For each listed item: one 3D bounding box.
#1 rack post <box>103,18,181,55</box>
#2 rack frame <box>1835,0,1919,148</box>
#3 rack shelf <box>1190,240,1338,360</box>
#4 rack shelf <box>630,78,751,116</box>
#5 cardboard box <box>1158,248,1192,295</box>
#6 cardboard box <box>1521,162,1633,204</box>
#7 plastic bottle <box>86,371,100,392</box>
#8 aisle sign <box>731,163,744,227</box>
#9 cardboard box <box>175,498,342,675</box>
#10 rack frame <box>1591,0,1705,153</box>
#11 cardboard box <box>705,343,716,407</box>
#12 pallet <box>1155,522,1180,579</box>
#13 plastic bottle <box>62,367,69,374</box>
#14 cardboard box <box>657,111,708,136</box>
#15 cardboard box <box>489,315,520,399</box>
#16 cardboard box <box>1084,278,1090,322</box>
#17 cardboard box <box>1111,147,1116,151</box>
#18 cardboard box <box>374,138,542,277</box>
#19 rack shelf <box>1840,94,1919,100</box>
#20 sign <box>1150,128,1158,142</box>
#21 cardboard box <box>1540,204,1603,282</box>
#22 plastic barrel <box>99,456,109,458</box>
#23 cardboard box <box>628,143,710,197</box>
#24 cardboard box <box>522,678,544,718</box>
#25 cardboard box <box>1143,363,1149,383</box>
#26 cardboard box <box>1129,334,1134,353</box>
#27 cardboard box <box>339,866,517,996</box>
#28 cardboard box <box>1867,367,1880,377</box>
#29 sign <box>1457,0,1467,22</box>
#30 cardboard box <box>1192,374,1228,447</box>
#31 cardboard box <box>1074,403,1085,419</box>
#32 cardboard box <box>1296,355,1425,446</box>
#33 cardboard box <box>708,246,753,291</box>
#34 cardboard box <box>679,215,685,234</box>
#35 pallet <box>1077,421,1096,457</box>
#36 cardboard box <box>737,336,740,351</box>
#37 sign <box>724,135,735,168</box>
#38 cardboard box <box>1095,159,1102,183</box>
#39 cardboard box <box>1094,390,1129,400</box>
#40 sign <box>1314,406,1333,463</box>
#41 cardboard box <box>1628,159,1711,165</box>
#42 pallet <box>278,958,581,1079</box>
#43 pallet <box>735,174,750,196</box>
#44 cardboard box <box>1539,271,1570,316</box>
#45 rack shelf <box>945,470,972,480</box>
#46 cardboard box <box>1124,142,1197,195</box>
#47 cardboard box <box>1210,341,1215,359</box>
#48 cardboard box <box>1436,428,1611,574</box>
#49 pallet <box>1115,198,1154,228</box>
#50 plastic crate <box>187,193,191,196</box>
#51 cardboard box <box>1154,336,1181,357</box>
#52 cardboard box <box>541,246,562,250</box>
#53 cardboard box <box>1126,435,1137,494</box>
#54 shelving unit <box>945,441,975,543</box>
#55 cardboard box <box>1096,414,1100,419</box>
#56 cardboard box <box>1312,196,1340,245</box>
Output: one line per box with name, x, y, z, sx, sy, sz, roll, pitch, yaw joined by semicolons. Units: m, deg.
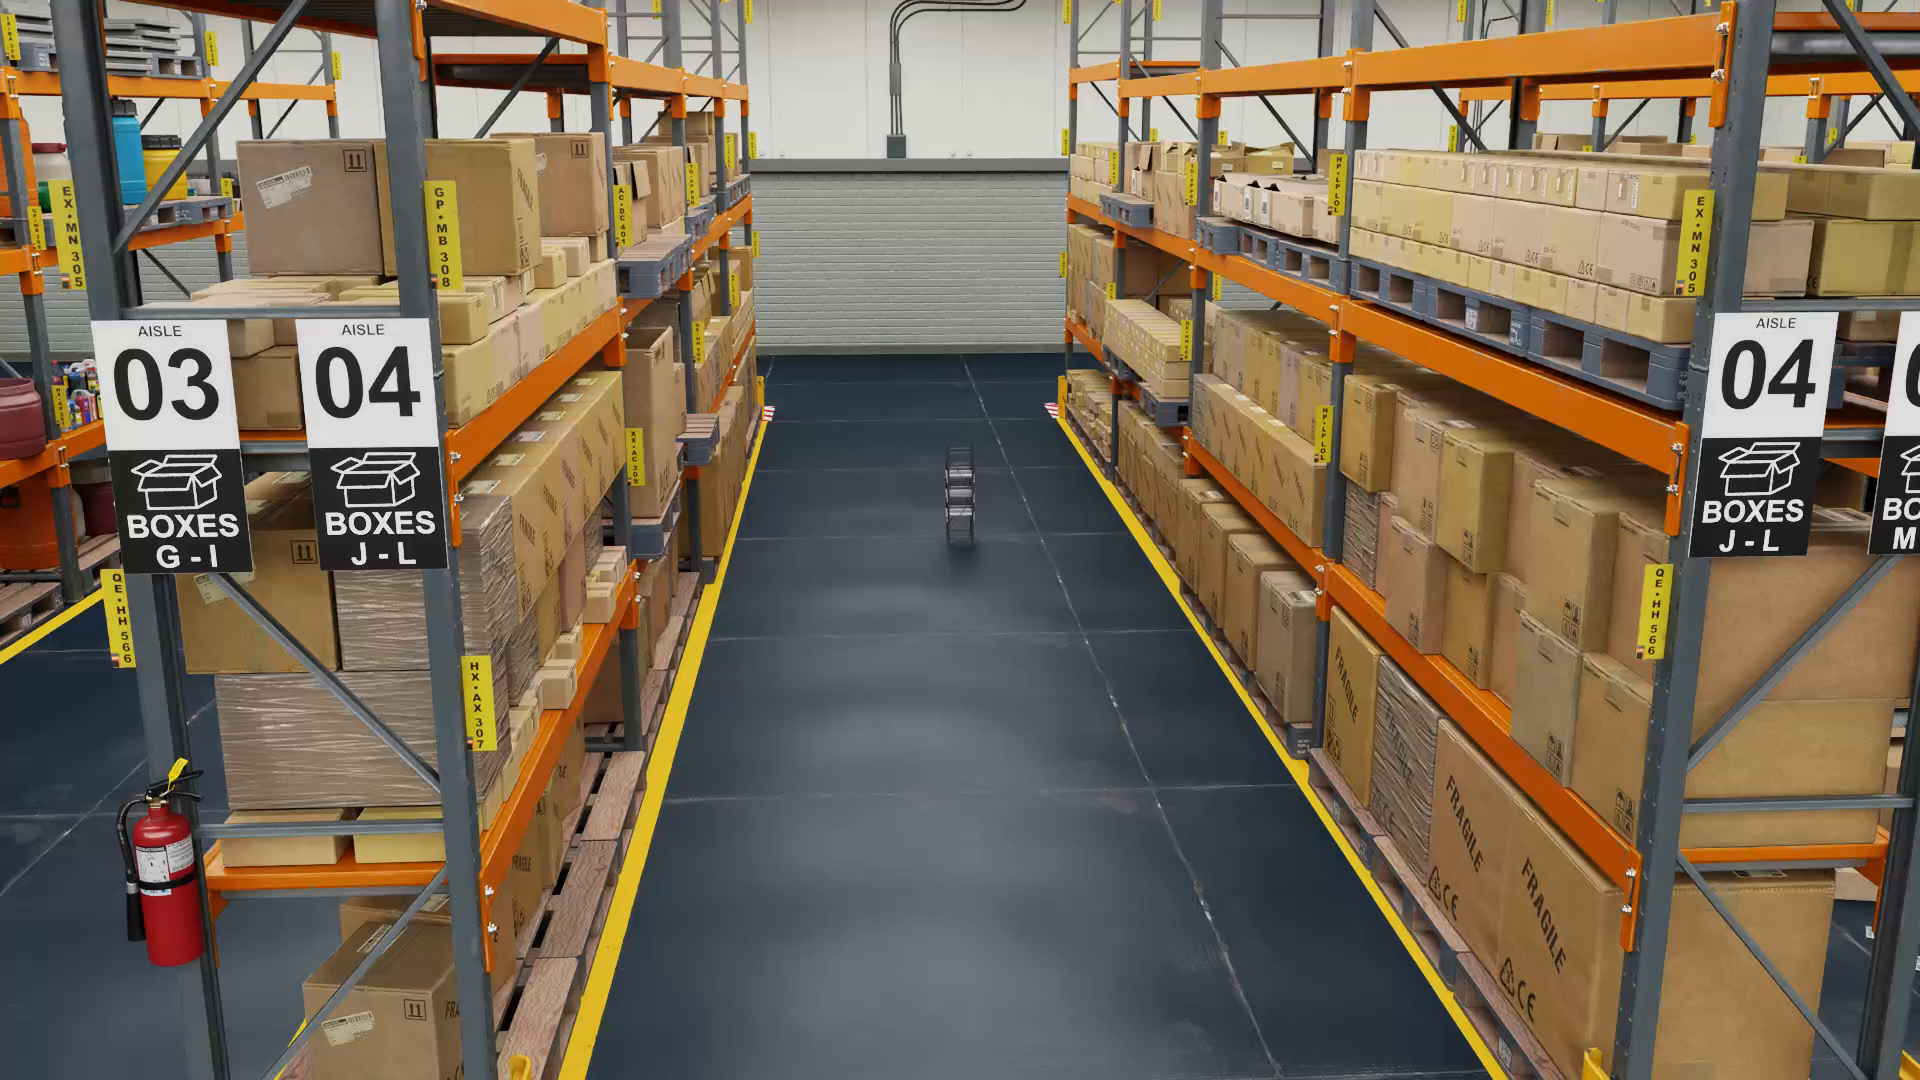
rack post;-7.778;-4.606;15.244;0.937;0.300;0.954;-1;14;-4
rack frame;11.741;-6.154;21.110;1.000;3.000;0.127;-1;14;-3
rack shelf;2.473;-1.687;11.211;1.077;0.370;4.000;-1;14;-3
rack shelf;-2.980;-4.884;18.420;1.077;0.370;4.000;-1;14;-3
cardboard box;2.316;-2.868;17.572;0.500;0.500;0.500;-1;14;-2
cardboard box;2.423;-1.391;6.475;0.380;0.149;0.250;-1;14;-3
plastic bottle;-7.956;-1.449;15.259;0.097;0.201;0.097;0;14;0
aisle sign;-2.809;-4.300;20.725;0.394;0.787;0.004;-1;14;-3
cardboard box;-2.393;0.151;5.839;0.500;0.500;0.500;-1;14;-3
rack frame;7.035;-5.082;16.942;1.000;3.000;0.127;-1;14;-3
cardboard box;-2.436;-1.458;14.696;0.500;0.500;0.500;-1;14;-4
pallet;2.302;0.076;14.532;1.003;0.211;1.213;-1;14;-3
plastic bottle;-8.093;-1.422;15.017;0.097;0.271;0.097;0;14;0
cardboard box;-2.908;-4.374;17.460;0.500;0.250;0.500;-2;15;-7
cardboard box;-1.922;-0.671;6.120;0.500;0.250;0.500;-1;14;-5
cardboard box;1.719;-2.765;19.179;0.500;0.500;0.500;-1;14;-5
cardboard box;1.782;-4.030;17.369;0.380;0.149;0.250;-1;14;-2
cardboard box;-1.935;-1.300;6.462;0.500;0.500;0.500;-1;14;-4
rack shelf;11.865;-5.307;19.267;1.077;0.370;4.000;-1;14;-3
sign;2.408;-4.955;20.691;0.100;0.325;0.005;-1;14;-3
cardboard box;2.505;-1.108;6.179;0.500;0.250;0.500;-1;14;-3
plastic barrel;-7.793;-0.492;15.293;0.421;0.512;0.421;0;14;0
cardboard box;-2.810;-3.584;16.097;0.700;0.500;0.500;-1;14;-2
cardboard box;-1.976;0.697;7.025;0.380;0.149;0.250;-1;14;-3
cardboard box;1.818;-1.465;14.587;0.380;0.149;0.250;-1;14;-4
cardboard box;1.765;-1.807;15.317;0.380;0.149;0.250;-1;14;-5
cardboard box;-2.206;1.664;6.936;0.500;0.500;0.500;3;15;11
cardboard box;7.119;-1.333;12.769;0.500;0.500;0.500;0;14;-1
sign;6.233;-6.599;20.645;0.100;0.325;0.005;-1;14;-3
cardboard box;2.107;-1.013;12.966;0.500;0.500;0.500;-1;14;-3
cardboard box;1.593;-1.567;20.197;0.380;0.149;0.250;-1;14;-3
cardboard box;2.526;-0.869;10.402;0.700;0.500;0.500;-1;14;-4
cardboard box;-2.811;-3.336;20.395;0.500;0.500;0.500;-1;14;-3
cardboard box;-2.334;-2.294;12.429;0.500;0.250;0.500;-1;14;-3
pallet;1.945;-1.195;19.472;1.003;0.211;1.213;-1;14;-3
cardboard box;-2.575;-2.112;17.941;0.380;0.149;0.250;0;14;-2
sign;-2.315;-3.890;16.660;0.100;0.325;0.005;-1;14;-3
cardboard box;1.761;-4.067;18.316;0.500;0.250;0.500;0;14;-1
cardboard box;1.759;-1.657;19.355;0.380;0.149;0.250;-1;14;-3
sign;2.056;-0.597;9.386;0.100;0.325;0.005;-1;14;-3
cardboard box;3.048;-1.527;7.007;0.380;0.149;0.250;-1;14;-3
pallet;-2.132;2.090;6.704;1.003;0.211;1.213;-1;14;-3
pallet;-3.047;-4.244;19.883;1.003;0.211;1.213;-1;14;-3
cardboard box;2.439;-0.940;6.326;0.380;0.149;0.250;-1;14;-3
rack shelf;0.000;-0.580;15.109;0.258;0.077;0.200;-1;14;-3
cardboard box;2.015;-3.684;16.484;0.700;0.500;0.500;-1;14;-3
cardboard box;2.450;-1.688;14.855;0.380;0.149;0.250;-1;14;-3
cardboard box;2.672;-0.186;7.484;0.875;0.550;0.500;-1;14;-3
pallet;2.100;-3.024;15.339;1.213;0.211;1.003;-1;14;-3
plastic crate;-8.127;-3.398;16.842;0.450;0.188;0.662;-1;14;-3
cardboard box;1.847;-1.627;14.023;0.380;0.149;0.250;-1;14;-4
cardboard box;-2.039;-1.268;7.641;0.380;0.149;0.250;0;14;-1
cardboard box;1.916;-0.748;16.313;0.500;0.500;0.500;0;14;-1
shelving unit;0.000;-0.438;15.146;0.258;0.900;0.210;-1;14;-3
cardboard box;1.748;-1.376;18.859;0.380;0.149;0.250;-1;14;-2
cardboard box;2.393;-1.891;9.816;0.500;0.250;0.500;-1;14;-3
